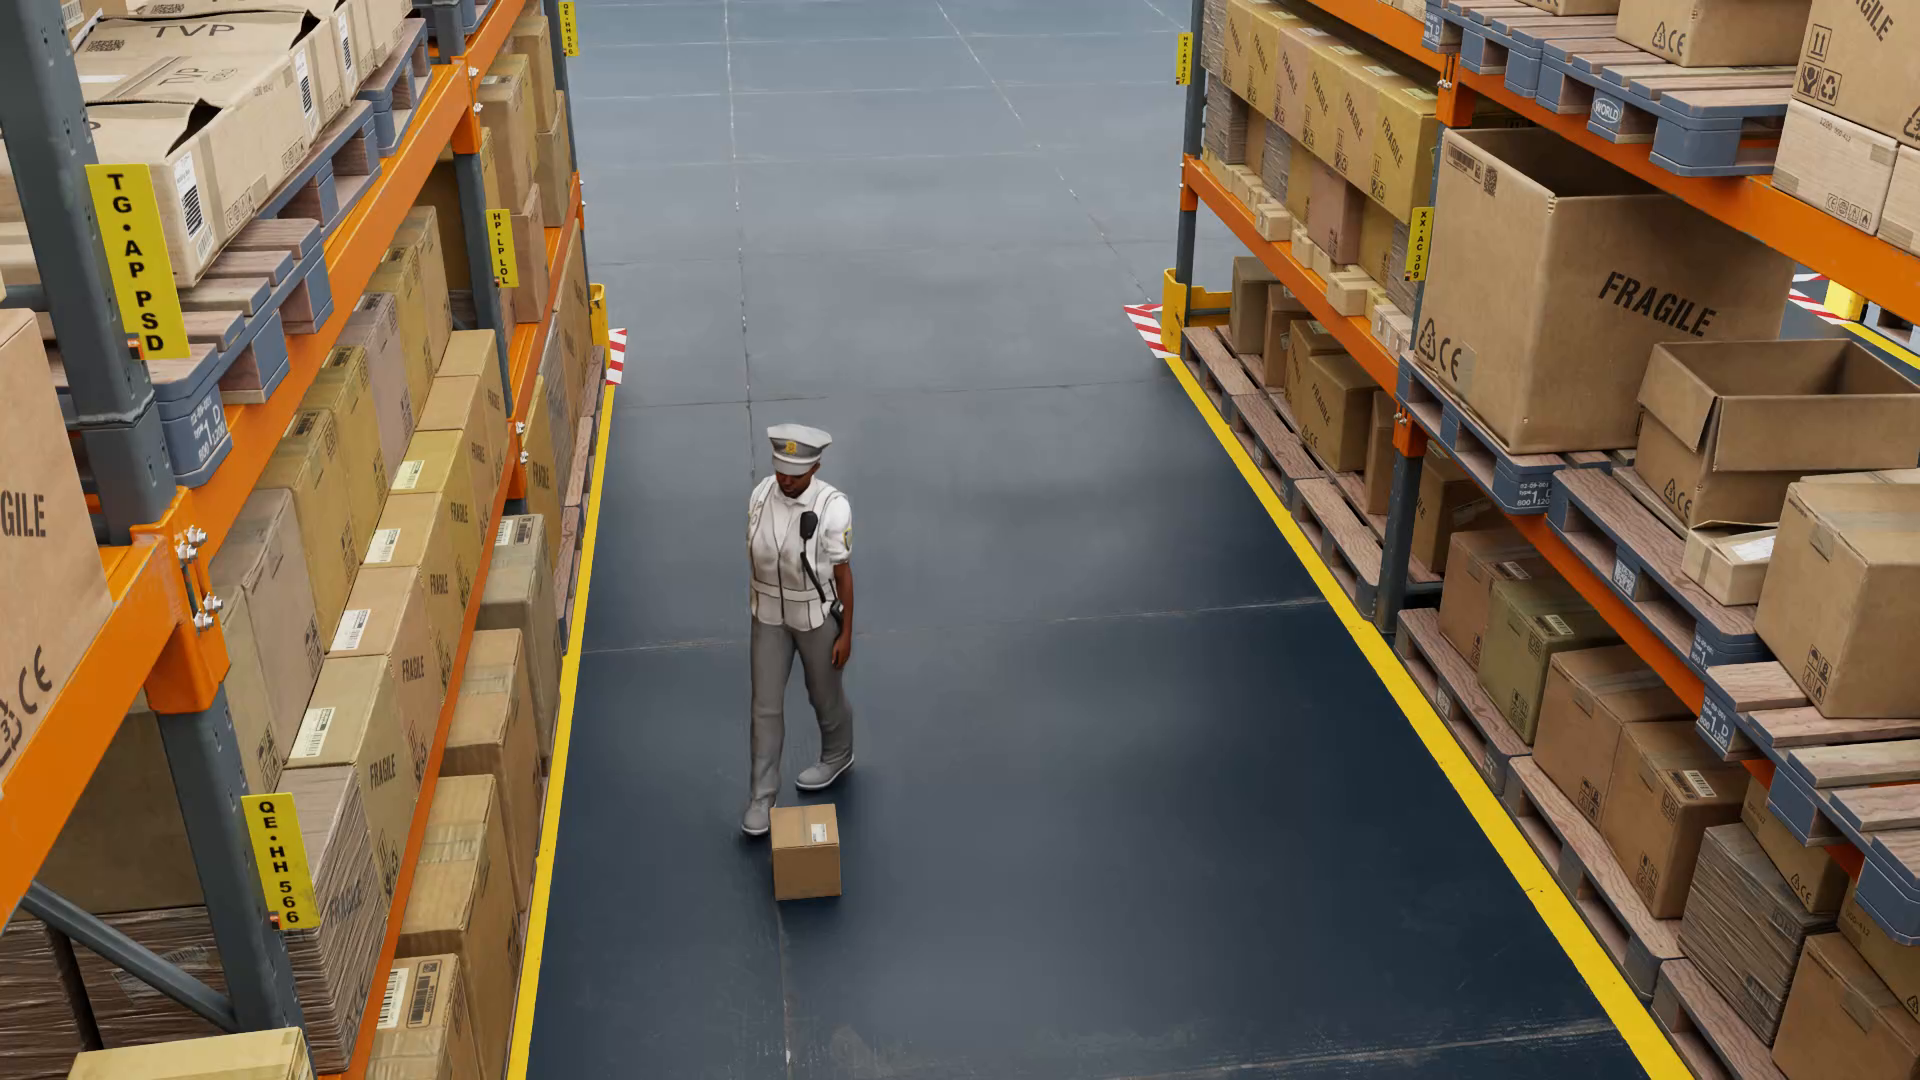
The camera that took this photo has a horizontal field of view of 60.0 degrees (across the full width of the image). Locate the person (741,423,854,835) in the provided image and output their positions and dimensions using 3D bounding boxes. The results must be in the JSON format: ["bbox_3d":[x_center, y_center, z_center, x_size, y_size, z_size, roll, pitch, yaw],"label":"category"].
[{"bbox_3d":[-0.653,0.342,6.443,0.459,1.656,0.676,9,29,17],"label":"person"}]
